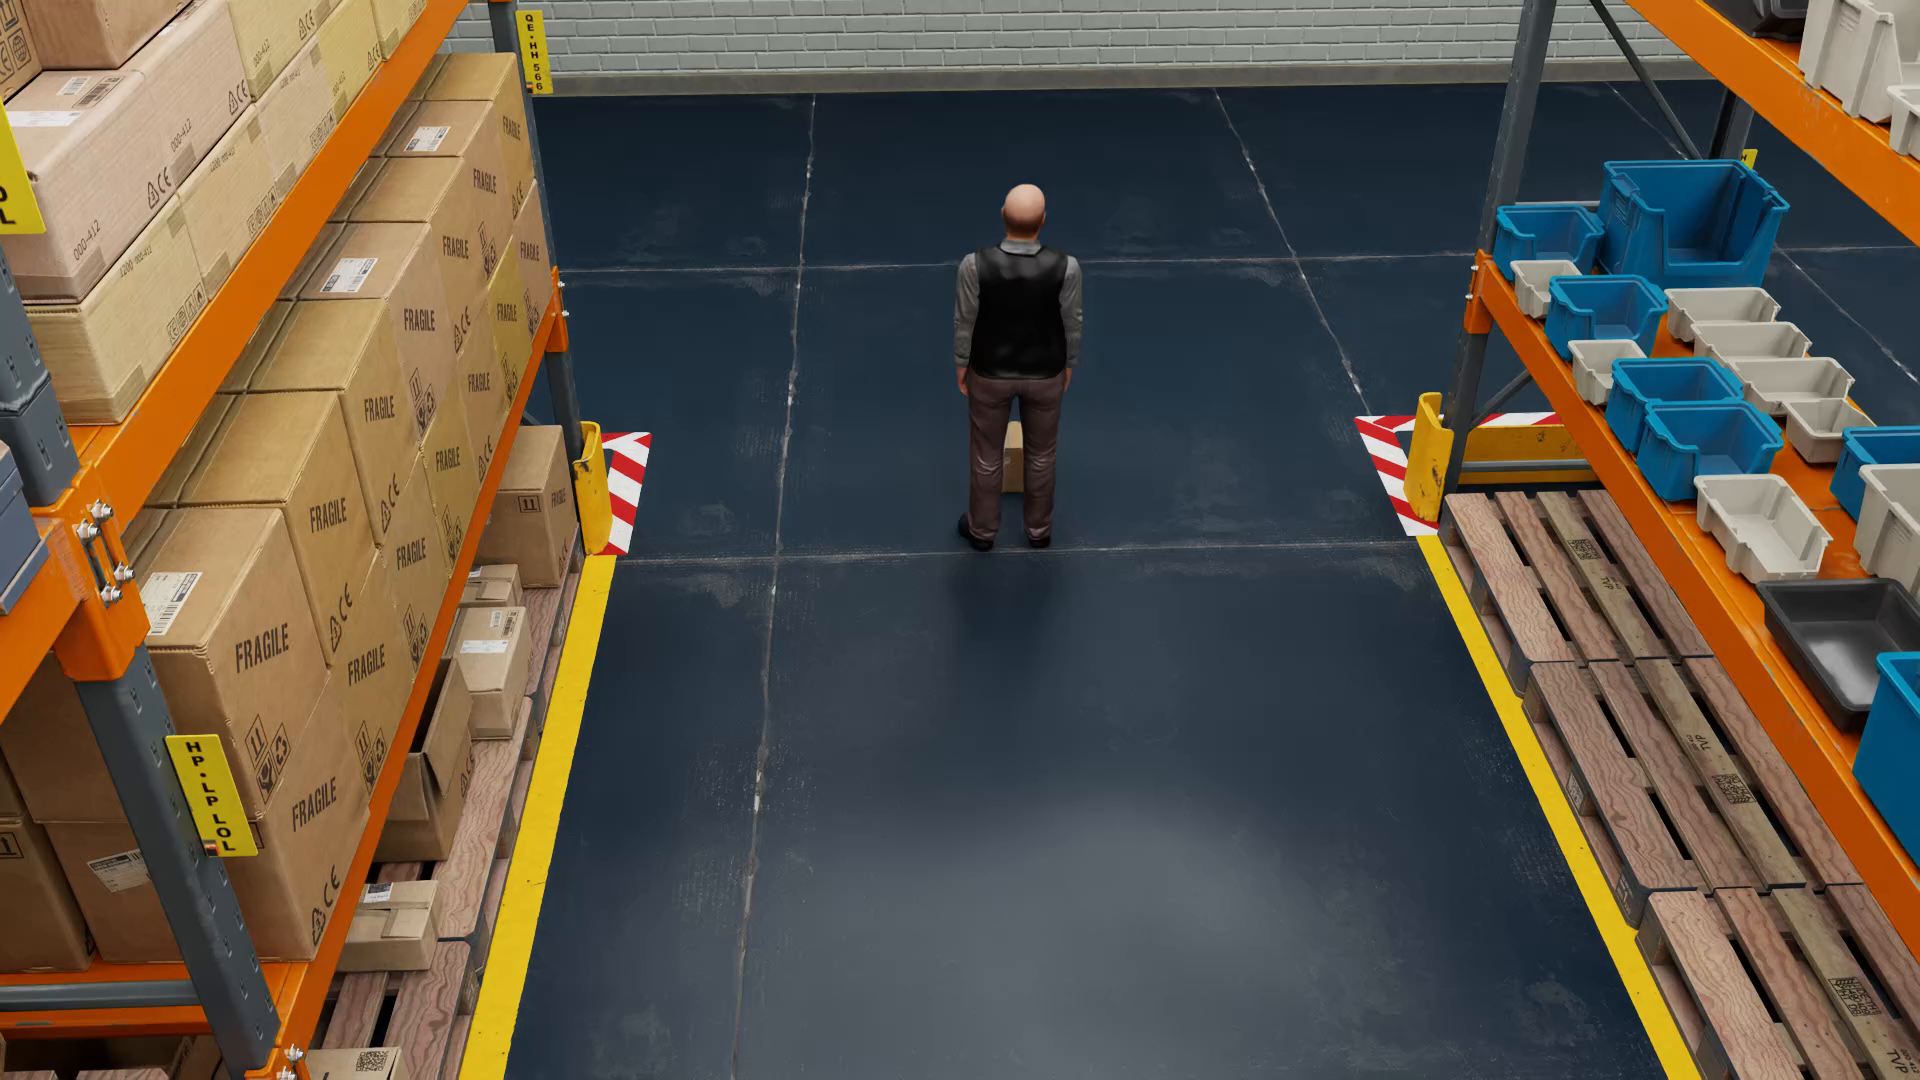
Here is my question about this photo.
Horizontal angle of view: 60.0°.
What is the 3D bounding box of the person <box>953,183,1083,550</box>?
[{"bbox_3d":[0.244,-0.727,7.209,0.550,1.738,0.360,-1,35,-1],"label":"person"}]
